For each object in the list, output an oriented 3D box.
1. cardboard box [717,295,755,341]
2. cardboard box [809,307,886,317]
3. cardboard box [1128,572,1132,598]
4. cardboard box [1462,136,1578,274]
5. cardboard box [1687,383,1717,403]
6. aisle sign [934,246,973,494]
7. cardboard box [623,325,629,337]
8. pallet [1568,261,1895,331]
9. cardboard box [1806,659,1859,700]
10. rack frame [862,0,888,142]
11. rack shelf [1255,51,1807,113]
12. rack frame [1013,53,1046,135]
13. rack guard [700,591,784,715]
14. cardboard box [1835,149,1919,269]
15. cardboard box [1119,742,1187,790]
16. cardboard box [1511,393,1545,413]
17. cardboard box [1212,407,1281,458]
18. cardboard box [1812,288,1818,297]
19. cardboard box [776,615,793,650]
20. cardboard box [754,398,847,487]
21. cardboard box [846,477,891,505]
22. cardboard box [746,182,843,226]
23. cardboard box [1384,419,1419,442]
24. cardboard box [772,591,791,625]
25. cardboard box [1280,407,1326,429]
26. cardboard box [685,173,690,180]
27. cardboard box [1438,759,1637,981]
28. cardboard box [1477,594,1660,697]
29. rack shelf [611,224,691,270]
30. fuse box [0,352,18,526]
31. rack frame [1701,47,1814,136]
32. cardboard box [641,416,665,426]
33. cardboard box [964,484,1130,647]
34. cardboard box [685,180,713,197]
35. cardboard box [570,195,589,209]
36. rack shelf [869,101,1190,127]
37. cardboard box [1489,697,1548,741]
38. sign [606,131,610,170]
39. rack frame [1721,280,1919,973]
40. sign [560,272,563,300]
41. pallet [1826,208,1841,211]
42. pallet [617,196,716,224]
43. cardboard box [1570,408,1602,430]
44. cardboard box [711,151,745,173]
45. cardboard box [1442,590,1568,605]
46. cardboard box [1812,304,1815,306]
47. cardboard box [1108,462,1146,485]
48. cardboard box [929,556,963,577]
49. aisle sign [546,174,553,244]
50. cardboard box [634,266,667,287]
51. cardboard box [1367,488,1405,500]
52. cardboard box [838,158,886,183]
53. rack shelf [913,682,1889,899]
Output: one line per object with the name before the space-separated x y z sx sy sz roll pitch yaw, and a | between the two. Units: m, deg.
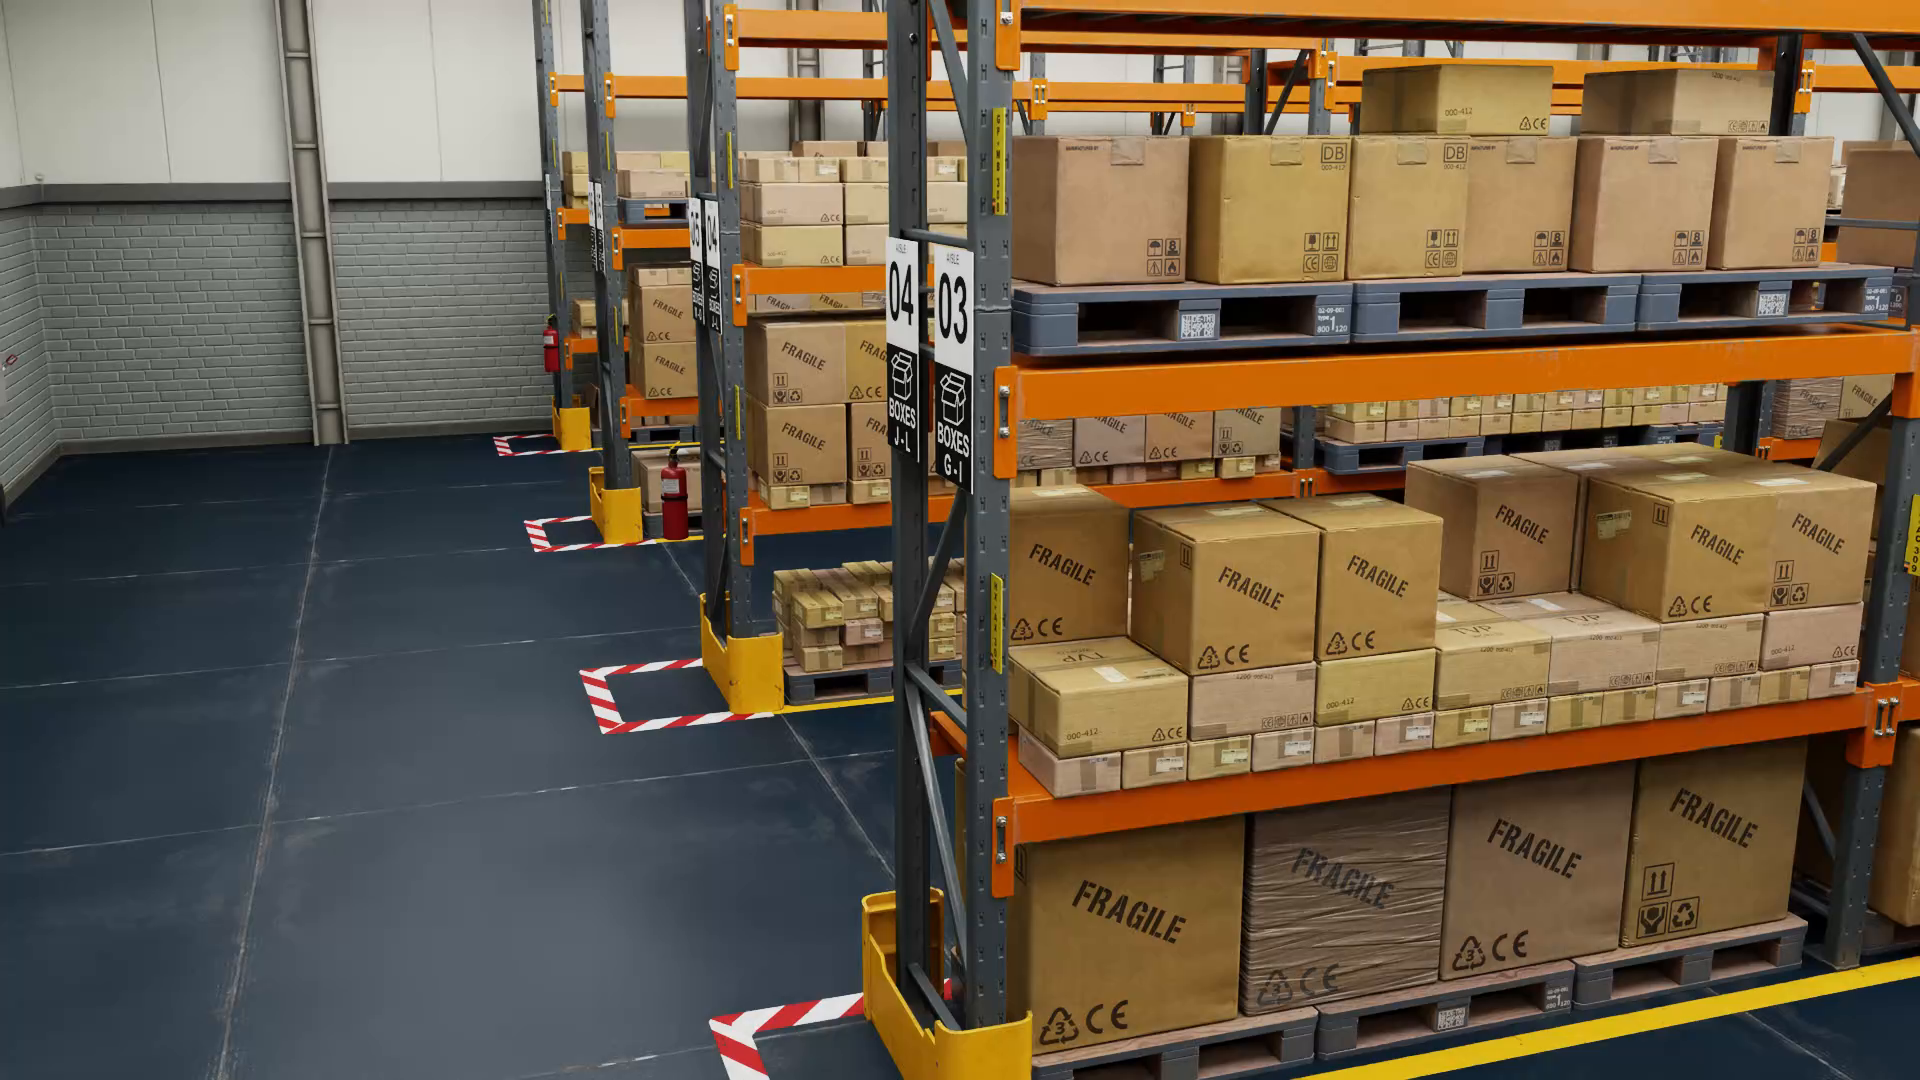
cardboard box | -2.177 -2.104 15.239 0.500 0.500 0.500 -5 14 -20
cardboard box | -0.701 -1.284 11.147 0.500 0.500 0.500 -5 14 -20
cardboard box | 1.040 0.293 11.506 0.250 0.149 0.380 -5 14 -21
cardboard box | 1.967 -1.322 6.505 0.500 0.500 0.700 -4 14 -16
cardboard box | 5.471 -1.139 12.551 0.250 0.149 0.380 -4 14 -16
aisle sign | -0.022 -0.577 5.575 0.004 0.787 0.394 -4 14 -18
cardboard box | -3.934 -2.543 20.002 0.250 0.149 0.380 -5 14 -19
pallet | 2.963 -1.037 6.835 1.213 0.211 1.003 -4 14 -18
cardboard box | 3.557 0.538 7.049 0.250 0.149 0.380 -4 14 -18
rack frame | -1.006 -5.859 20.435 0.127 3.000 1.000 -4 14 -18
rack shelf | 4.151 -3.295 12.077 4.000 0.370 1.077 -4 14 -18
rack frame | 0.581 -4.771 15.860 0.127 3.000 1.000 -4 14 -18
rack guard | -1.464 0.732 11.093 0.348 0.500 1.175 -4 14 -18
cardboard box | 4.288 -1.436 7.198 0.500 0.500 0.700 -4 14 -17
cardboard box | 0.635 0.766 6.091 0.250 0.149 0.380 -5 14 -19
cardboard box | 4.017 -1.027 12.077 0.250 0.149 0.380 -5 14 -19
cardboard box | 1.887 -0.869 11.564 0.500 0.500 0.500 -4 14 -18
cardboard box | 9.617 -2.683 19.191 0.500 0.500 0.500 -5 14 -19
cardboard box | -1.103 0.619 11.417 0.250 0.149 0.380 -4 14 -17
cardboard box | -1.022 -0.644 10.618 0.500 0.500 0.500 -4 14 -15
cardboard box | -0.624 -0.344 10.759 0.250 0.149 0.380 -5 14 -20
cardboard box | -1.027 -2.084 10.292 0.500 0.250 0.500 -4 14 -17
cardboard box | 3.036 -0.806 11.791 0.250 0.149 0.380 -4 14 -17
cardboard box | -1.127 0.458 11.454 0.250 0.149 0.380 -5 14 -20
cardboard box | 2.568 -0.929 12.307 0.250 0.149 0.380 -5 14 -19
cardboard box | -3.325 -4.226 19.734 0.500 0.250 0.500 -5 14 -20
cardboard box | 2.237 1.248 7.203 0.875 0.875 0.875 -4 14 -18
cardboard box | 2.433 0.416 6.699 0.500 0.250 0.500 -4 14 -17
rack shelf | -1.315 -2.814 15.669 4.000 0.370 1.077 -4 14 -18
fuse box | -9.079 -0.980 15.673 0.414 1.711 0.539 -4 14 -18
rack frame | 6.046 -3.988 12.568 0.127 3.000 1.000 -4 14 -18
cardboard box | -3.772 -1.510 20.368 0.250 0.149 0.380 -5 14 -20
cardboard box | 0.328 0.087 6.465 0.500 0.500 0.500 -4 14 -17
cardboard box | -2.441 -3.248 15.361 0.250 0.149 0.380 -6 14 -22
cardboard box | -4.421 -3.955 19.455 0.250 0.149 0.380 -4 14 -17
rack shelf | 0.890 -5.462 21.185 4.000 0.370 1.077 -4 14 -18
cardboard box | 2.097 0.652 6.572 0.250 0.149 0.380 -4 14 -17
sign | -3.039 -3.358 14.342 0.005 0.325 0.100 -4 14 -18
rack frame | 3.741 0.321 7.416 0.127 3.000 1.000 -4 14 -18
sign | -4.624 -2.947 19.288 0.005 0.325 0.100 -4 14 -18
pallet | 7.699 -2.579 13.535 1.213 0.211 1.003 -4 14 -15
pallet | -2.511 -3.030 15.216 1.213 0.211 1.003 -4 14 -18
cardboard box | 4.508 -0.920 12.273 0.250 0.149 0.380 -4 14 -16
cardboard box | -2.857 -4.510 19.849 0.500 0.250 0.500 -4 14 -17
cardboard box | 2.250 0.302 7.179 0.500 0.250 0.500 -4 14 -17
cardboard box | 6.475 -1.635 13.265 0.500 0.500 0.700 -5 14 -18
cardboard box | 1.077 -0.489 11.368 0.250 0.149 0.380 -5 14 -20
cardboard box | -0.151 0.230 11.769 0.250 0.149 0.380 -4 14 -16
aisle sign | -4.768 -3.840 19.296 0.004 0.787 0.394 -4 14 -18
cardboard box | -2.786 -2.373 14.965 0.250 0.149 0.380 -4 14 -17
cardboard box | 3.372 -0.272 12.786 0.500 0.250 0.500 -4 14 -15
cardboard box | -0.628 -2.295 10.316 0.250 0.149 0.380 -4 14 -18
rack shelf | 1.846 0.819 6.879 4.000 0.370 1.077 -4 14 -18
